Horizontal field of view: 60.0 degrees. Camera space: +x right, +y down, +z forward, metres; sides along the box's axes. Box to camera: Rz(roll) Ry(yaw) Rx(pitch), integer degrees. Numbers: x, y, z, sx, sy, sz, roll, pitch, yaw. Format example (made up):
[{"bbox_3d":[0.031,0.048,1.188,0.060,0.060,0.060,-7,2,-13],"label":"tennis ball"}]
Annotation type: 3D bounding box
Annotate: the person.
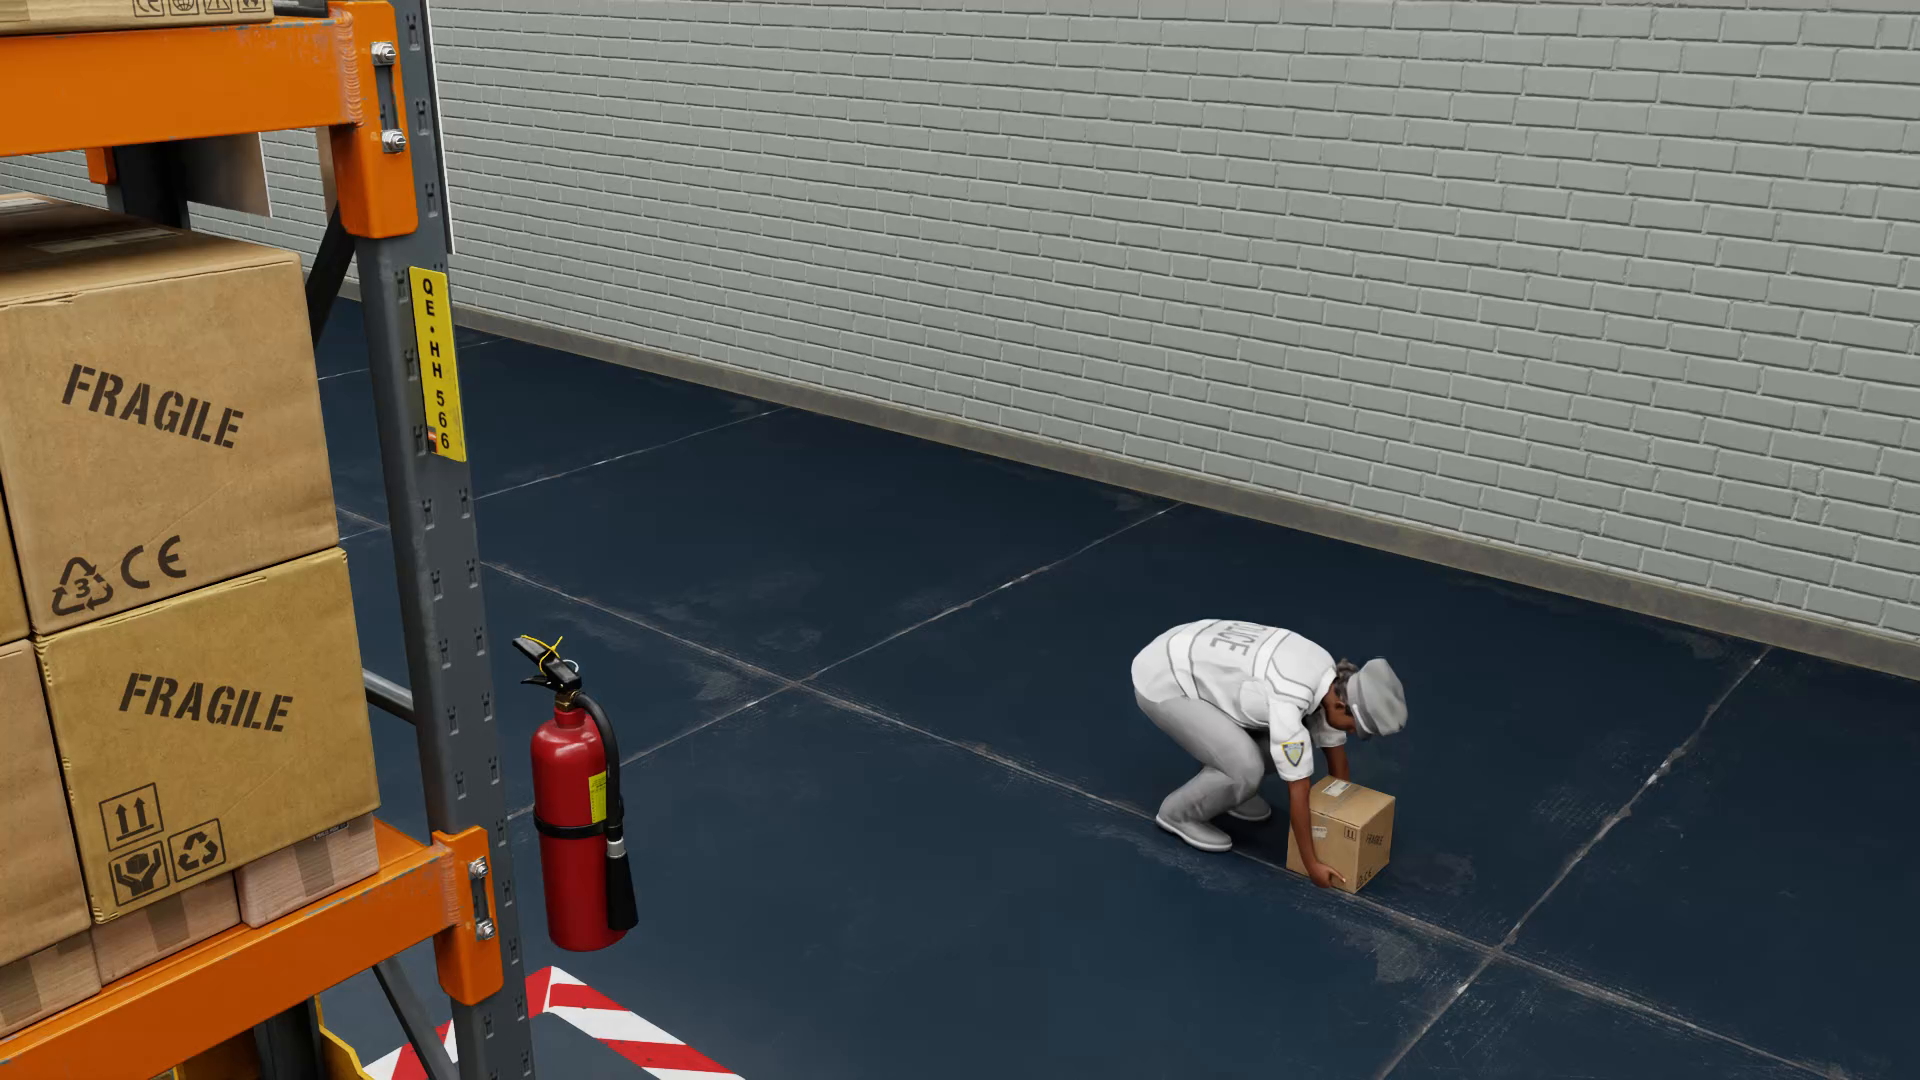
[{"bbox_3d":[1.017,0.676,5.576,0.927,0.775,0.460,15,25,35],"label":"person"}]
